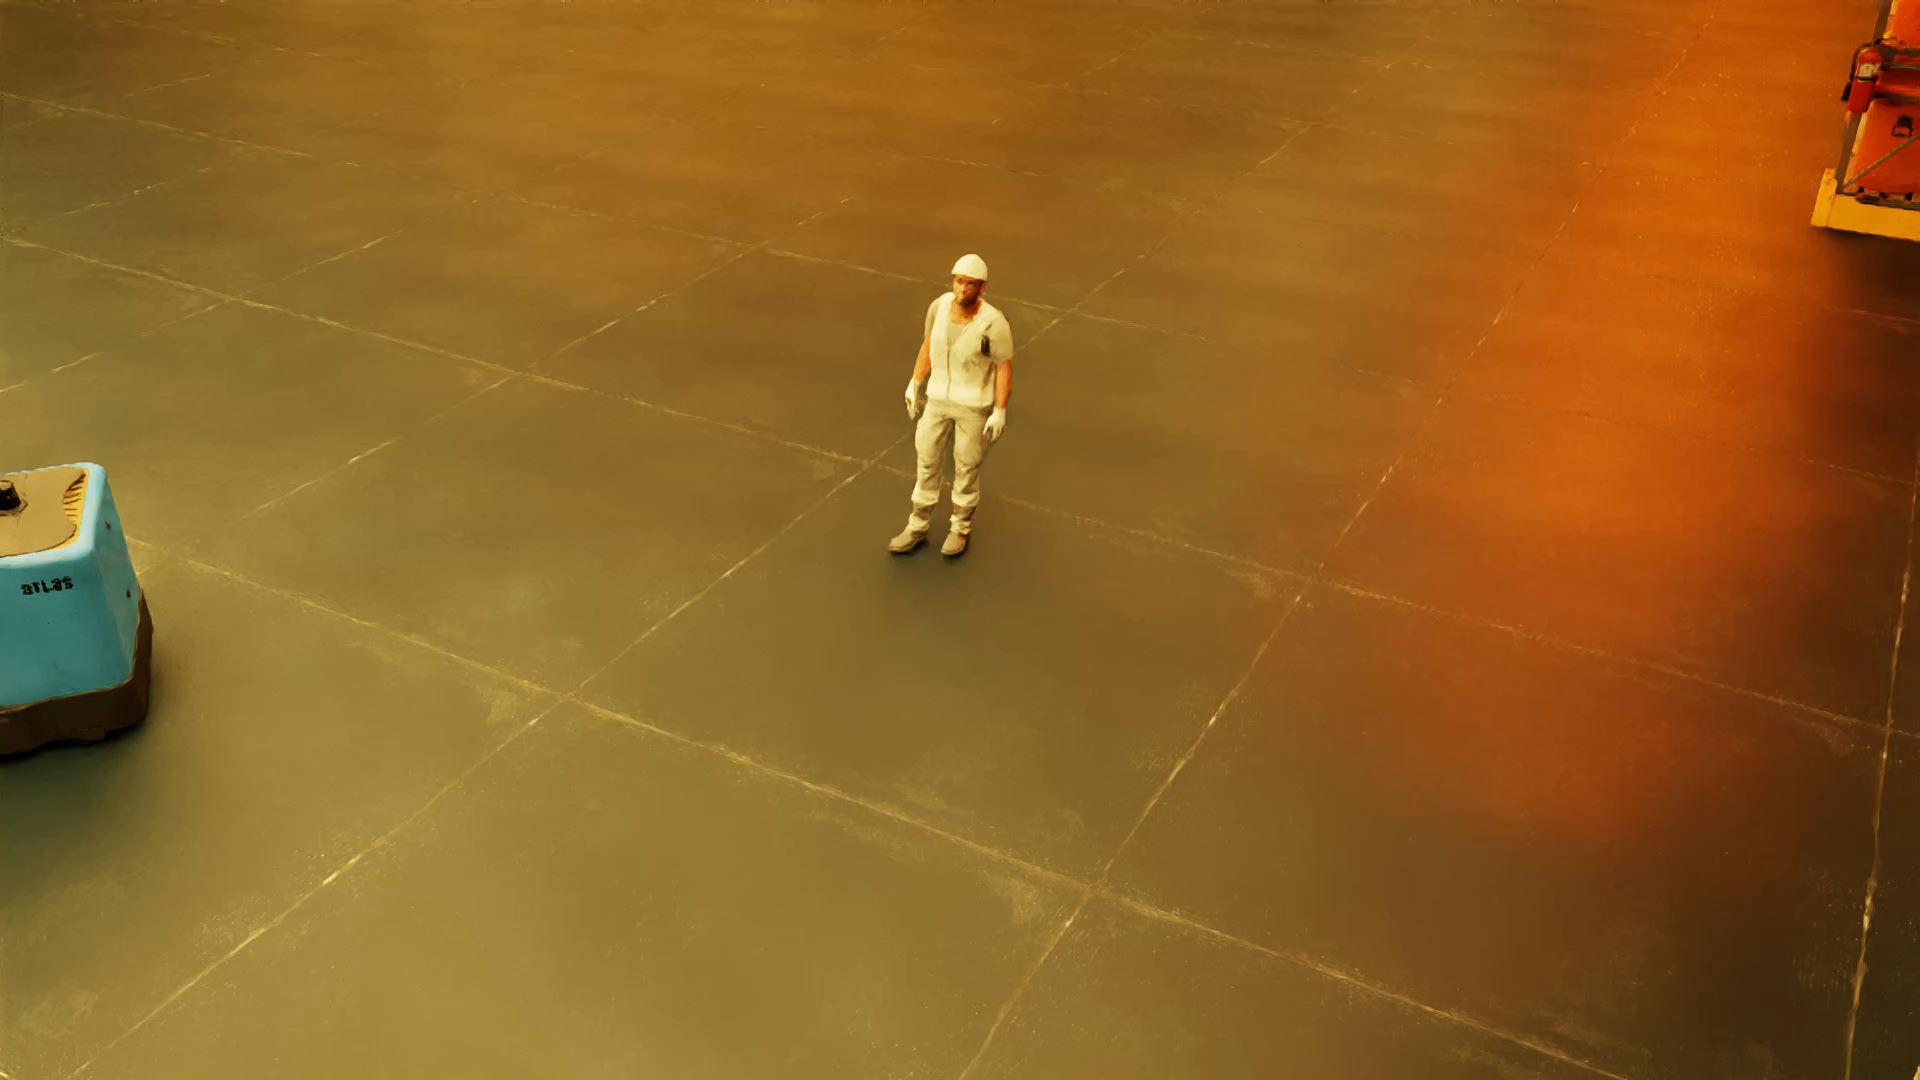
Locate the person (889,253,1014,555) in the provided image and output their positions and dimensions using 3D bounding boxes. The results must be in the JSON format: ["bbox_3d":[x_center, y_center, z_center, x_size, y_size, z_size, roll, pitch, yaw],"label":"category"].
[{"bbox_3d":[-0.048,-0.748,9.496,0.637,1.787,0.563,15,33,25],"label":"person"}]

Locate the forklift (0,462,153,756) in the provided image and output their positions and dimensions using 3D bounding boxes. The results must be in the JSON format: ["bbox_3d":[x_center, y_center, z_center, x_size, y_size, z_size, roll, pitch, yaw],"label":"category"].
[{"bbox_3d":[-5.658,-0.273,7.543,3.031,2.935,1.130,-11,32,-18],"label":"forklift"}]
